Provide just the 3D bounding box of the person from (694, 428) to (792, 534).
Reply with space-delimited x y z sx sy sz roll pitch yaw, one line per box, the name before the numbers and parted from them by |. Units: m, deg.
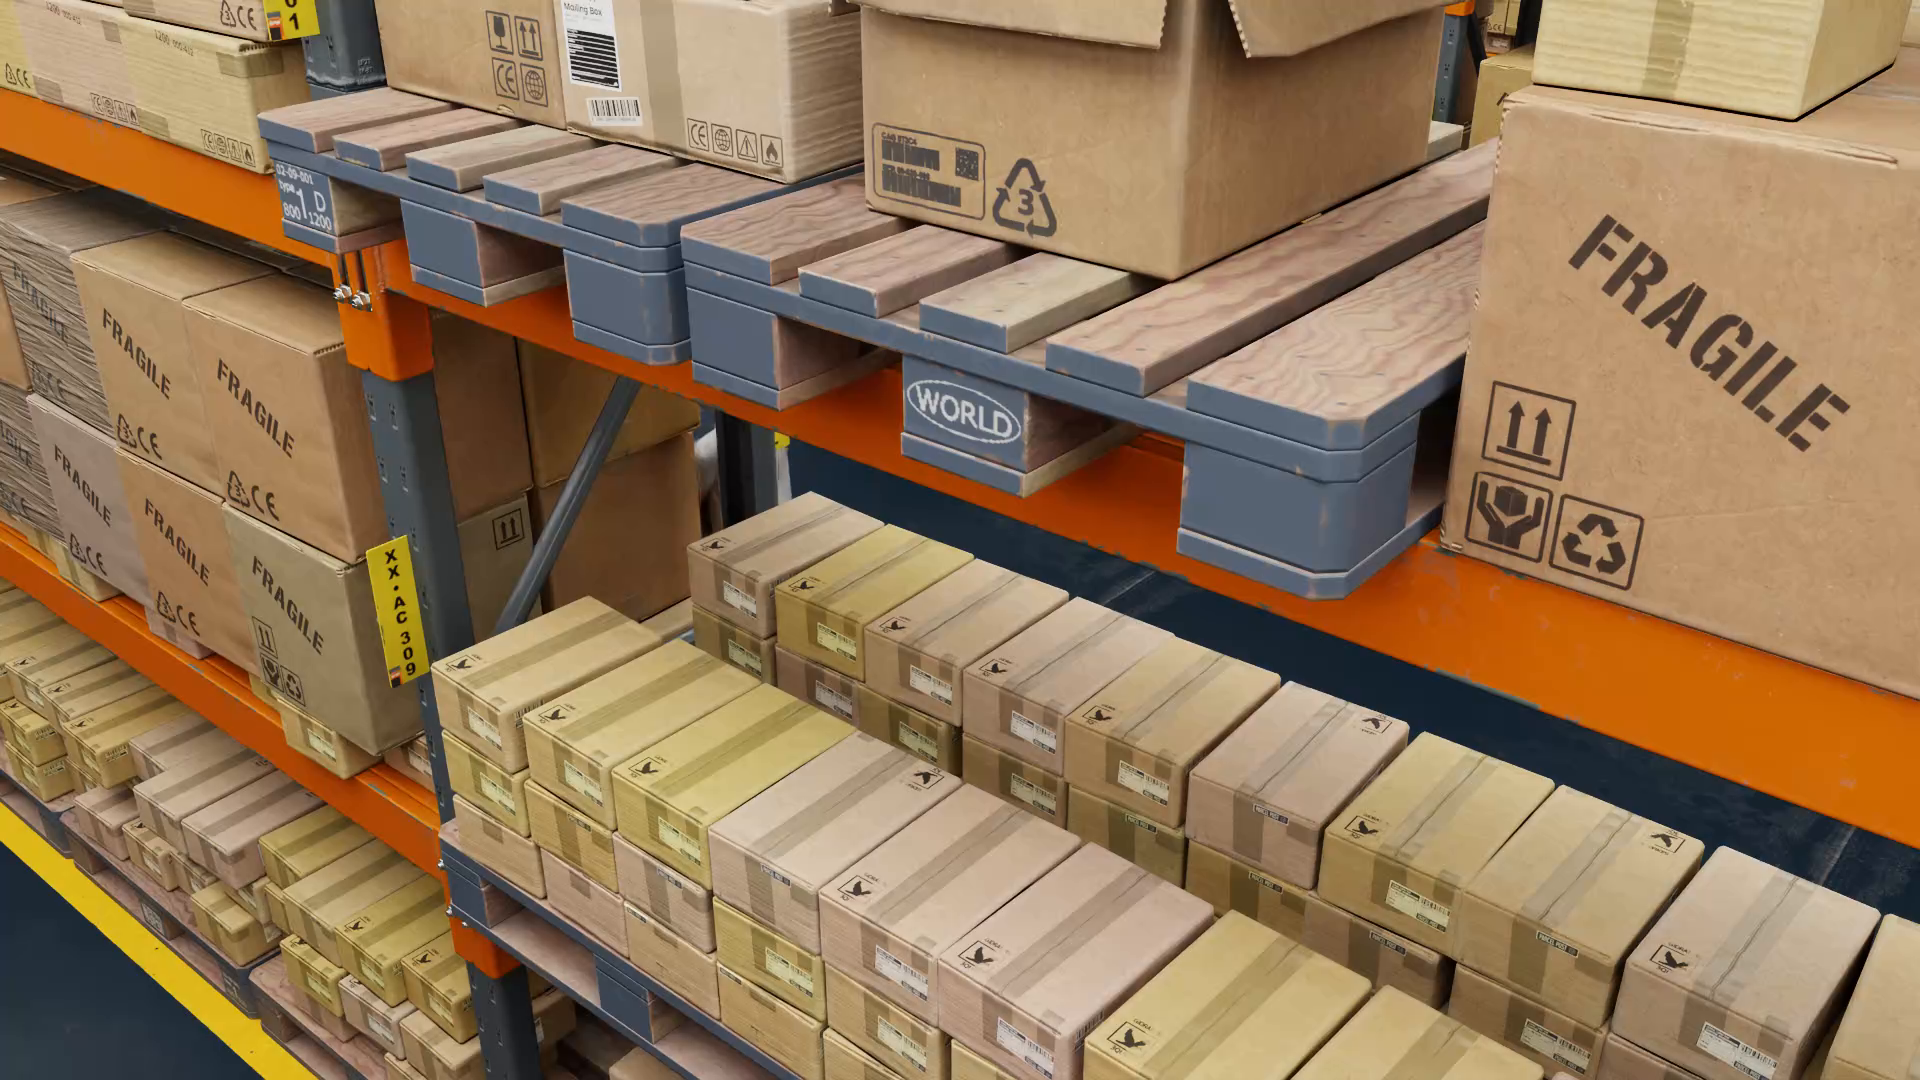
person | -0.818 0.048 6.046 0.505 1.666 0.411 20 34 34
